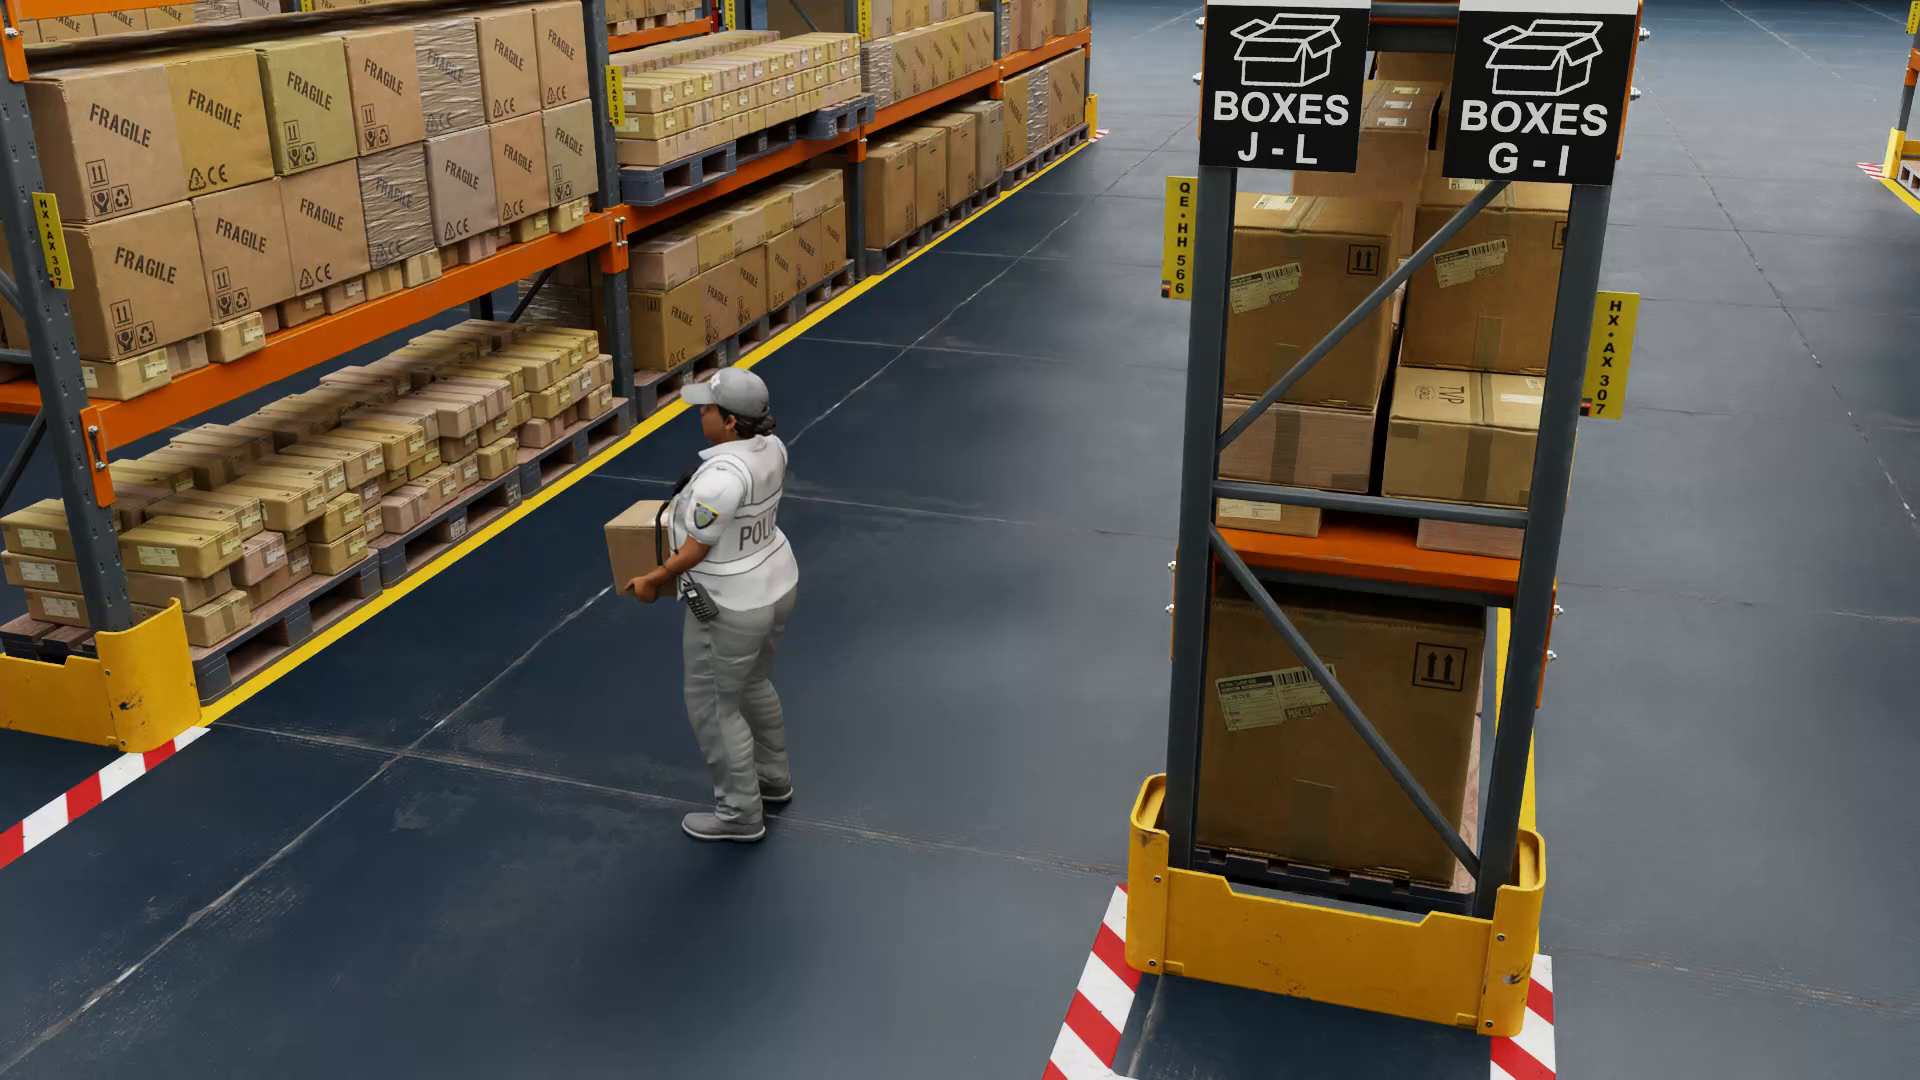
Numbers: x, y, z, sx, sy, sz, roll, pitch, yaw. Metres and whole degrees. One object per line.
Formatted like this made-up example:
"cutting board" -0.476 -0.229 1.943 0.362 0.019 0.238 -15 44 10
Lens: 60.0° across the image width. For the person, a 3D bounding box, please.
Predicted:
"person" -0.825 0.205 5.596 0.535 1.654 0.452 7 23 16
